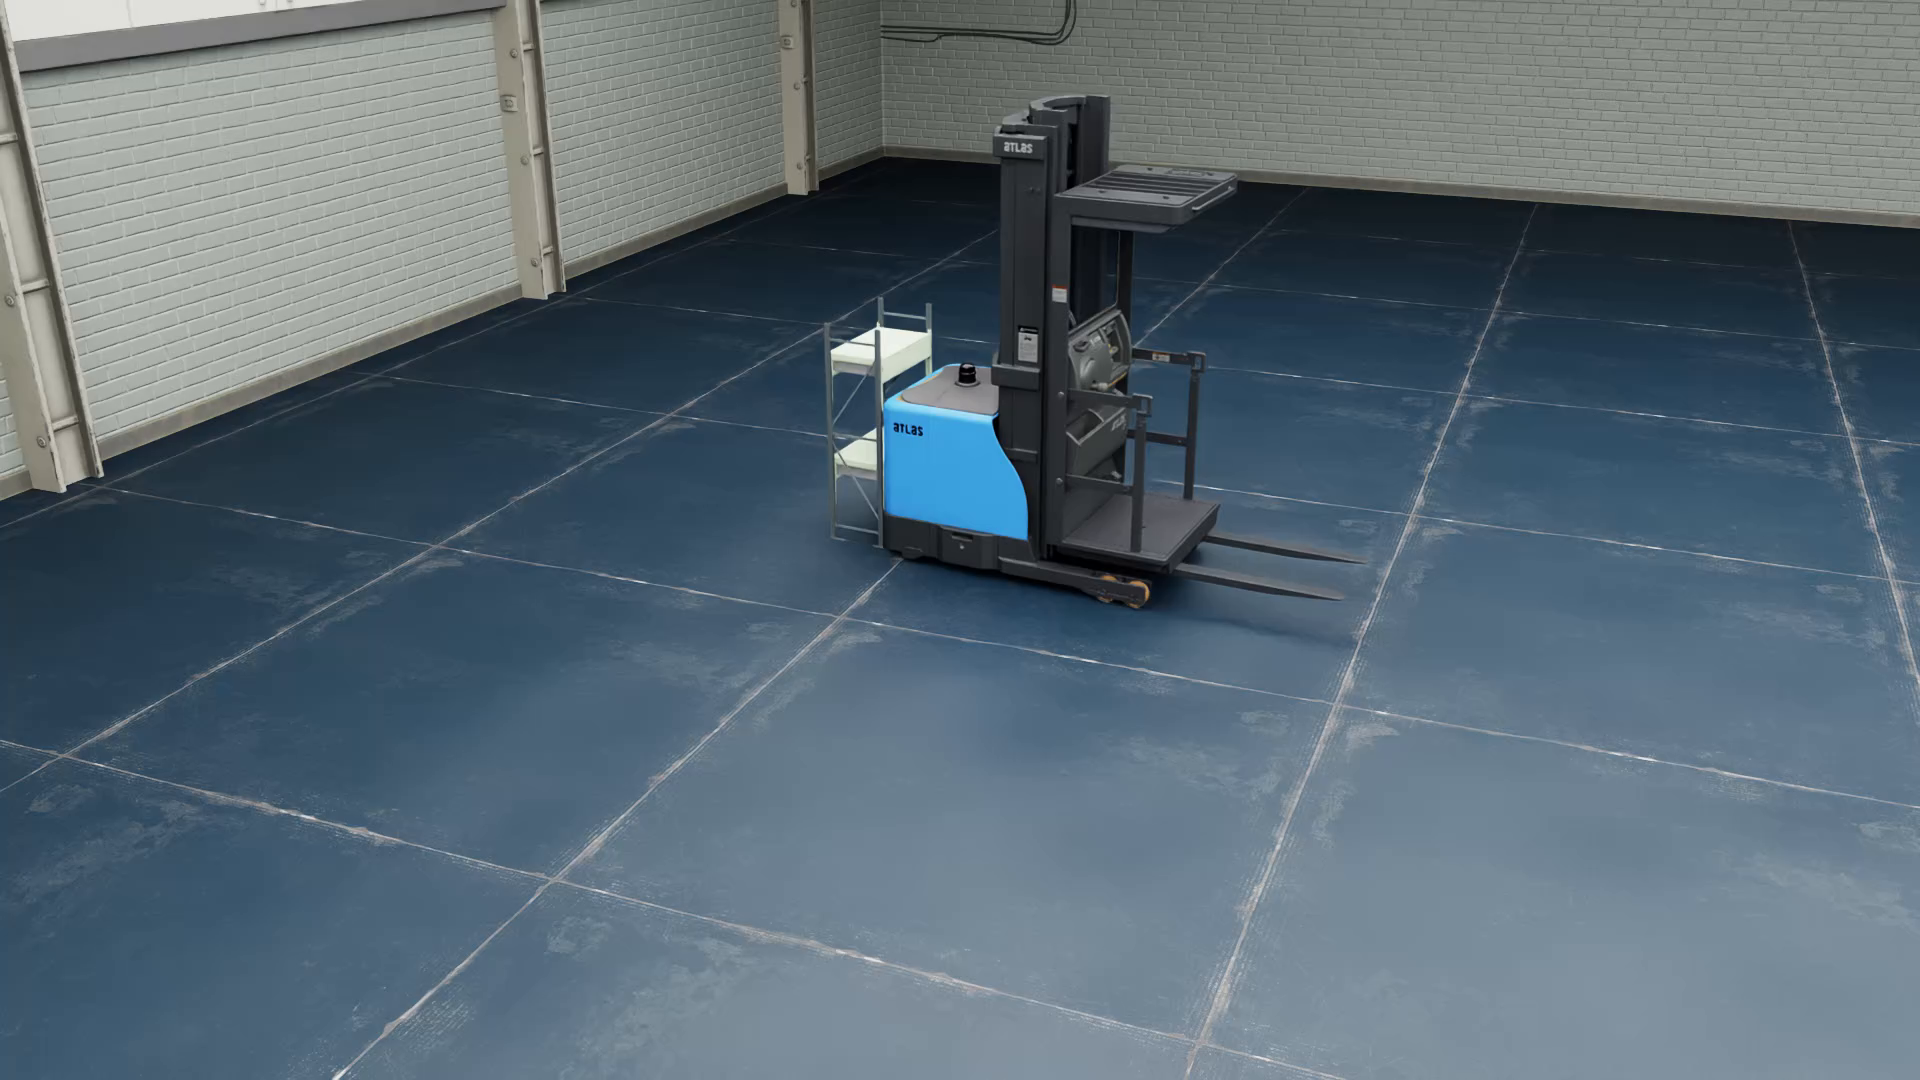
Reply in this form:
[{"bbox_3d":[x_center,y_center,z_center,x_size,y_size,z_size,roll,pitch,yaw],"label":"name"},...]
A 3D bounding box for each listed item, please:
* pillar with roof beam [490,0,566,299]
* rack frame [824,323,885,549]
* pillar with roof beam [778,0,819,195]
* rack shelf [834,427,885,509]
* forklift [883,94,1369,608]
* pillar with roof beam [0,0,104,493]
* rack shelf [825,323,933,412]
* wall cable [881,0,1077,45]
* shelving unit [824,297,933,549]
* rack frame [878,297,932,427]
[{"bbox_3d":[-0.370,-6.117,14.219,9.100,9.000,0.400,9,24,20],"label":"pillar with roof beam"},{"bbox_3d":[-0.690,-0.670,10.909,0.400,1.500,0.023,10,25,23],"label":"rack frame"},{"bbox_3d":[1.859,-8.264,19.360,9.100,9.000,0.400,9,24,20],"label":"pillar with roof beam"},{"bbox_3d":[-0.533,-0.497,11.339,0.431,0.370,0.720,10,25,23],"label":"rack shelf"},{"bbox_3d":[1.050,-1.166,10.240,3.031,2.935,1.130,11,25,24],"label":"forklift"},{"bbox_3d":[-2.599,-3.970,9.079,9.100,9.000,0.400,9,24,20],"label":"pillar with roof beam"},{"bbox_3d":[-0.533,-1.158,11.063,0.431,0.370,0.720,10,25,23],"label":"rack shelf"},{"bbox_3d":[0.184,-8.313,23.504,3.097,2.526,0.112,9,24,20],"label":"wall cable"},{"bbox_3d":[-0.533,-0.798,11.214,0.431,1.500,0.755,10,25,23],"label":"shelving unit"},{"bbox_3d":[-0.376,-0.925,11.518,0.400,1.500,0.023,10,25,23],"label":"rack frame"}]
